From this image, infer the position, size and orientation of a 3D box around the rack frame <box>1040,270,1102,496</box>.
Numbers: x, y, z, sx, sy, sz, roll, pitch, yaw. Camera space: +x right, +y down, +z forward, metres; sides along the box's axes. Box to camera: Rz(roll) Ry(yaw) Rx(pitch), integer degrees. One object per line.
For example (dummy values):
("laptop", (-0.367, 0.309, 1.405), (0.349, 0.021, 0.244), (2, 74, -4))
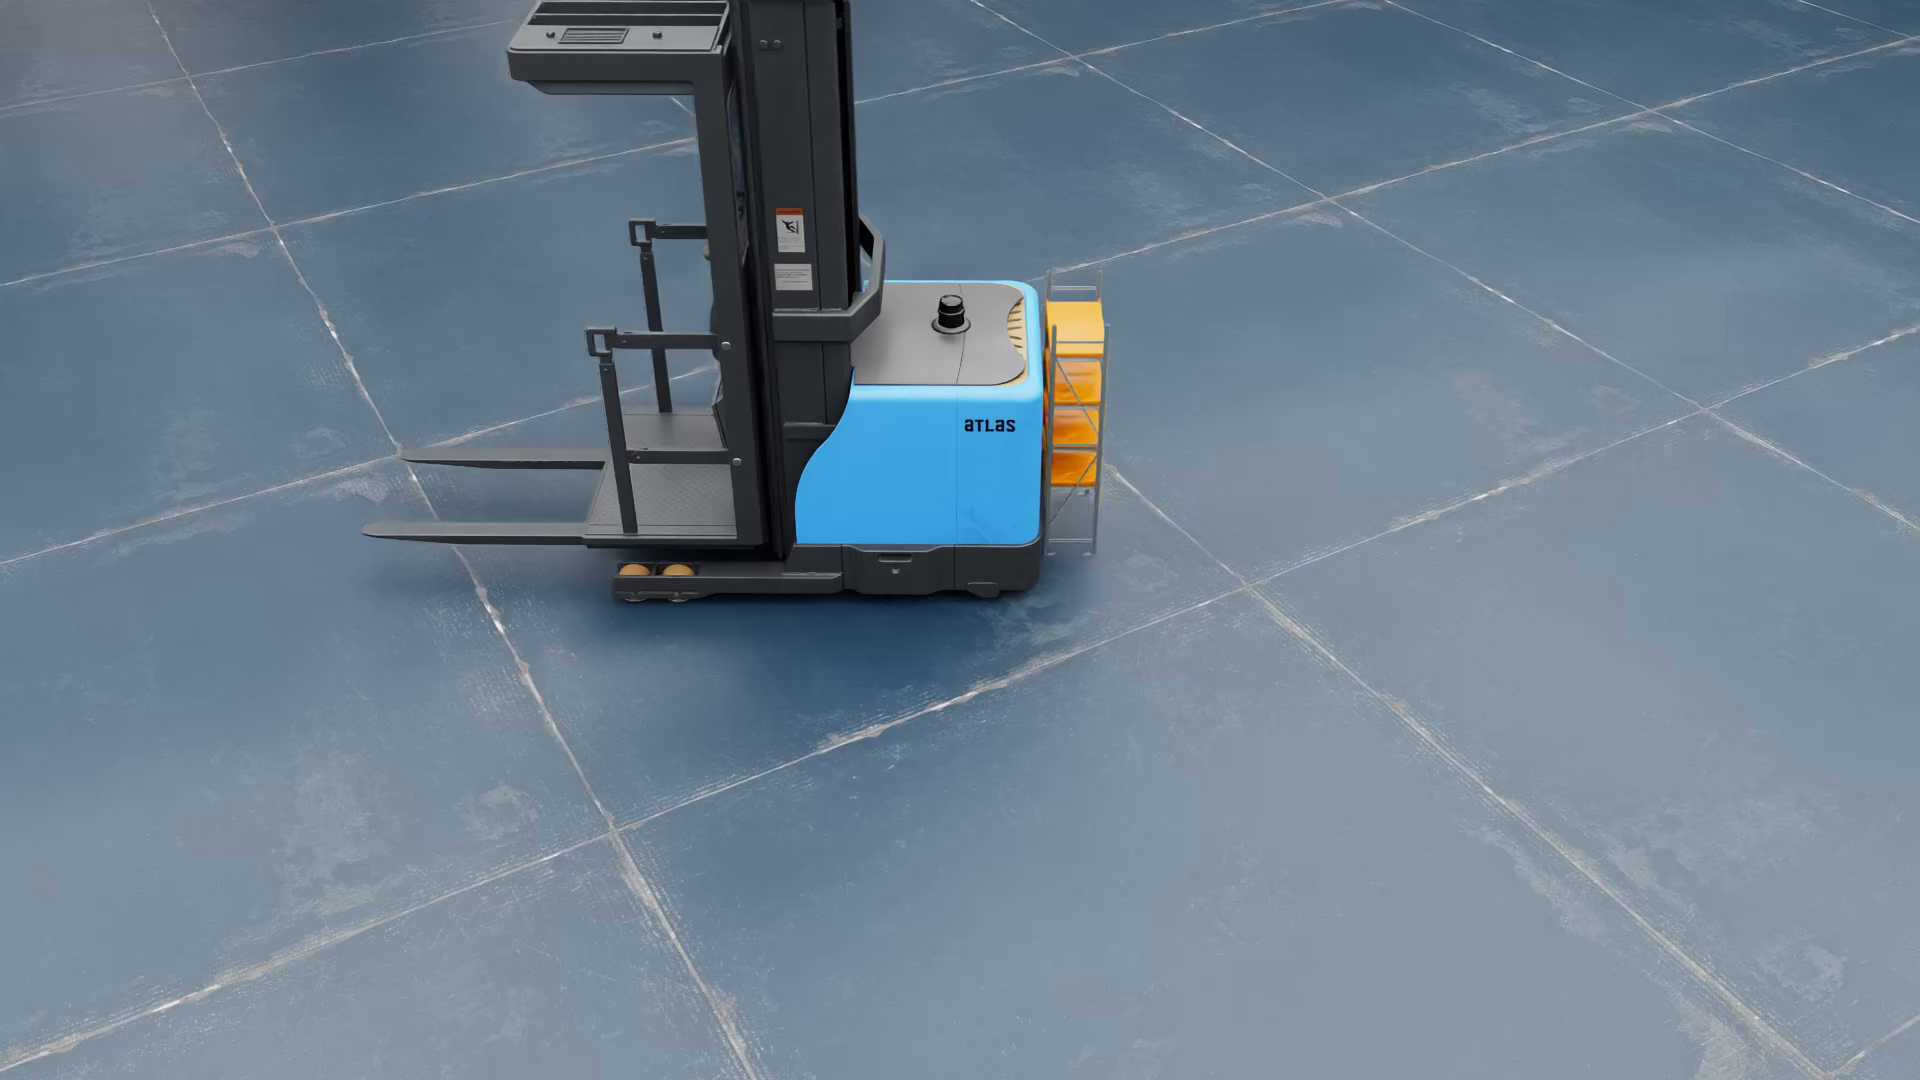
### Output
("rack frame", (0.505, -0.702, 7.694), (0.240, 1.200, 0.015), (0, 36, 0))

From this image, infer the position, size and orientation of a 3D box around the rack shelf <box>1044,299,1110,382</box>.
("rack shelf", (0.505, -0.876, 7.265), (0.258, 0.148, 0.480), (0, 36, 0))

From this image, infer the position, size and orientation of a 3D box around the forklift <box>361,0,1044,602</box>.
("forklift", (-1.155, -1.221, 6.937), (3.031, 2.935, 1.130), (0, 36, 0))

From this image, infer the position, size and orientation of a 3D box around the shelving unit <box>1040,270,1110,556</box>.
("shelving unit", (0.505, -0.558, 7.497), (0.258, 1.200, 0.503), (0, 36, 0))

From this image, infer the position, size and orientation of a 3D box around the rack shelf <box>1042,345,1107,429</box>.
("rack shelf", (0.505, -0.685, 7.405), (0.258, 0.148, 0.480), (0, 36, 0))

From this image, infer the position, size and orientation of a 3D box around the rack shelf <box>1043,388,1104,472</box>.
("rack shelf", (0.505, -0.504, 7.537), (0.258, 0.148, 0.480), (0, 36, 0))

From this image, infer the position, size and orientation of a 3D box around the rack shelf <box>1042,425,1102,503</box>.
("rack shelf", (0.505, -0.344, 7.654), (0.258, 0.148, 0.480), (0, 36, 0))

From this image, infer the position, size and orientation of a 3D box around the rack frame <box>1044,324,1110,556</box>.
("rack frame", (0.505, -0.414, 7.300), (0.240, 1.200, 0.015), (0, 36, 0))
